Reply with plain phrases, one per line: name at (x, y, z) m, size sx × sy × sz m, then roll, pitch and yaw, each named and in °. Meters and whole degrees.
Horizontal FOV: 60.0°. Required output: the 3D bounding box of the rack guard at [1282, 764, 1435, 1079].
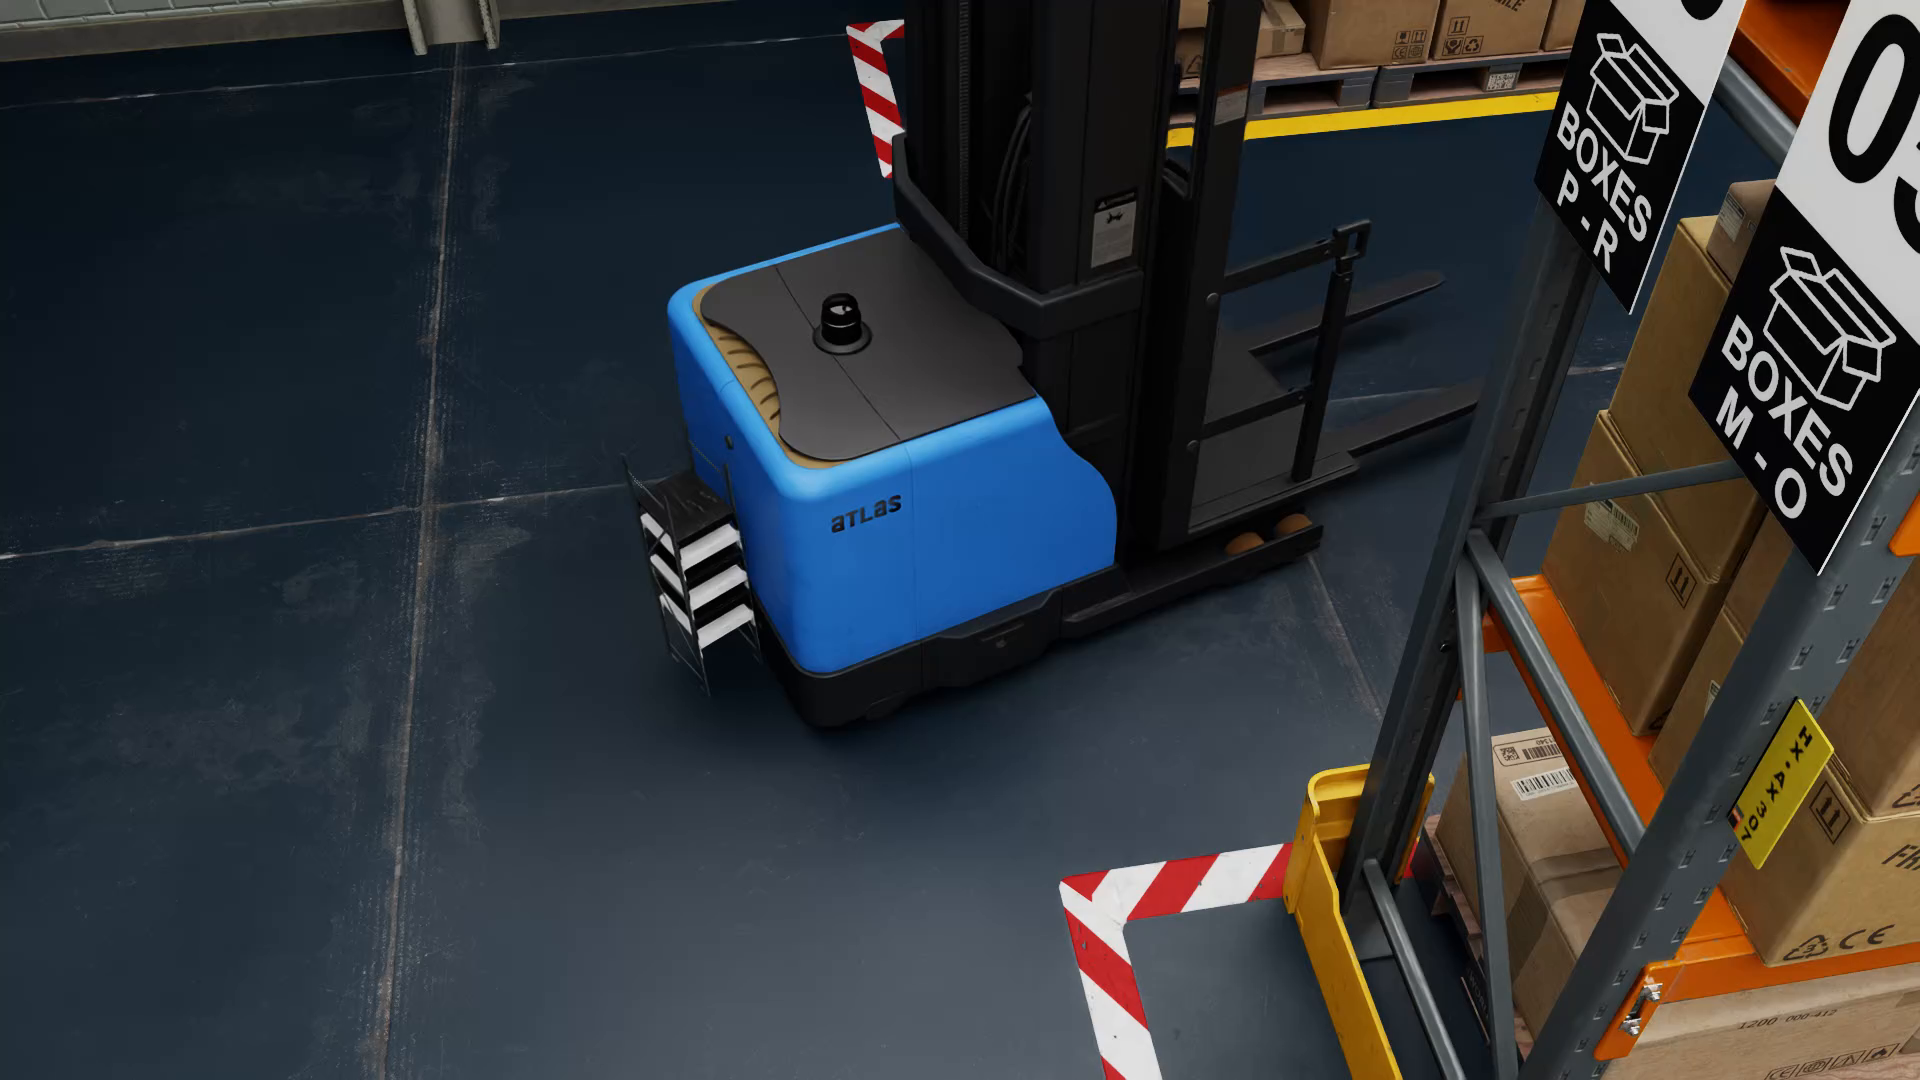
rack guard at (1.183, 1.195, 4.252) m, size 0.348 × 0.500 × 1.175 m, roll -7°, pitch 46°, yaw -7°

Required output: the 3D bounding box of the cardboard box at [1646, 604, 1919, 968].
cardboard box at (1.729, 0.435, 3.179) m, size 0.500 × 0.500 × 0.500 m, roll -7°, pitch 47°, yaw -7°

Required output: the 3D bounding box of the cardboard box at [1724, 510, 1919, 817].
cardboard box at (1.728, 0.086, 2.820) m, size 0.500 × 0.500 × 0.500 m, roll -8°, pitch 47°, yaw -8°

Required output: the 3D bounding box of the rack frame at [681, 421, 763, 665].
rack frame at (-0.721, 0.029, 5.088) m, size 0.006 × 0.900 × 0.240 m, roll -31°, pitch 54°, yaw -24°

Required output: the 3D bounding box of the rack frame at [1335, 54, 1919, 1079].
rack frame at (1.207, 0.324, 3.354) m, size 0.127 × 3.000 × 1.000 m, roll -7°, pitch 46°, yaw -7°

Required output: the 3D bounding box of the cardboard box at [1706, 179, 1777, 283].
cardboard box at (1.526, -0.468, 2.904) m, size 0.250 × 0.149 × 0.380 m, roll -7°, pitch 46°, yaw -6°

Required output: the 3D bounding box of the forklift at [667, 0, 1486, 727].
forklift at (0.656, -1.200, 4.871) m, size 3.031 × 2.935 × 1.130 m, roll -20°, pitch 49°, yaw -18°

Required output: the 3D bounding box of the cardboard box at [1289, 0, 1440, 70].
cardboard box at (1.824, -2.561, 7.579) m, size 0.500 × 0.500 × 0.700 m, roll -5°, pitch 46°, yaw -5°

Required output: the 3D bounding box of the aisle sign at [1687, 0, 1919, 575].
aisle sign at (1.185, -0.363, 2.211) m, size 0.004 × 0.787 × 0.394 m, roll -7°, pitch 46°, yaw -7°

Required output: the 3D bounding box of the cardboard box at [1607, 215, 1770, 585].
cardboard box at (1.641, -0.285, 3.178) m, size 0.500 × 0.500 × 0.500 m, roll -6°, pitch 46°, yaw -5°

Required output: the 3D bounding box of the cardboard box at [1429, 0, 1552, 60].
cardboard box at (2.362, -2.555, 7.573) m, size 0.500 × 0.500 × 0.500 m, roll -6°, pitch 46°, yaw -6°

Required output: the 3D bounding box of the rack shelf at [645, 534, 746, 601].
rack shelf at (-0.801, 0.039, 5.005) m, size 0.200 × 0.077 × 0.258 m, roll -31°, pitch 54°, yaw -24°

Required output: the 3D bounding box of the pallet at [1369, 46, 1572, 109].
pallet at (2.416, -2.485, 7.998) m, size 1.213 × 0.211 × 1.003 m, roll -7°, pitch 46°, yaw -7°

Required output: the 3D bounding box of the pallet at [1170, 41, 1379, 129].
pallet at (1.217, -2.337, 7.856) m, size 1.213 × 0.211 × 1.003 m, roll -7°, pitch 46°, yaw -7°

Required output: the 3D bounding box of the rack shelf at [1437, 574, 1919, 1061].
rack shelf at (3.177, 0.329, 3.850) m, size 4.000 × 0.370 × 1.077 m, roll -7°, pitch 46°, yaw -7°

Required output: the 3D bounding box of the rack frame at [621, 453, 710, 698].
rack frame at (-0.879, 0.125, 5.004) m, size 0.006 × 0.900 × 0.240 m, roll -31°, pitch 54°, yaw -24°

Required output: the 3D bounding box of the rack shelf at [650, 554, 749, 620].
rack shelf at (-0.799, 0.100, 5.071) m, size 0.200 × 0.077 × 0.258 m, roll -31°, pitch 54°, yaw -24°

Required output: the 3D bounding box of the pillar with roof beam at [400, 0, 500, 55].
pillar with roof beam at (-1.720, -2.532, 1.941) m, size 0.400 × 9.000 × 9.100 m, roll -7°, pitch 46°, yaw -7°

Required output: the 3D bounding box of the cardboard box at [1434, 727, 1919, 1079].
cardboard box at (1.840, 0.916, 4.272) m, size 0.875 × 0.438 × 0.875 m, roll -9°, pitch 47°, yaw -8°

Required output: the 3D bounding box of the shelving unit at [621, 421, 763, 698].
shelving unit at (-0.800, 0.077, 5.046) m, size 0.210 × 0.900 × 0.258 m, roll -31°, pitch 54°, yaw -24°

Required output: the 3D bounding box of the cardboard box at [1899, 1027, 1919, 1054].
cardboard box at (2.740, 0.797, 4.386) m, size 0.875 × 0.438 × 0.875 m, roll -6°, pitch 46°, yaw -6°

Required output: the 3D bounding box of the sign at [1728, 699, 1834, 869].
sign at (1.295, 0.391, 2.634) m, size 0.005 × 0.325 × 0.100 m, roll -7°, pitch 46°, yaw -7°

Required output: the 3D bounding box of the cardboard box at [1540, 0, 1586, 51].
cardboard box at (2.847, -2.688, 7.701) m, size 0.500 × 0.500 × 0.700 m, roll -9°, pitch 47°, yaw -8°

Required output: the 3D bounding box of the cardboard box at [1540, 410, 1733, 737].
cardboard box at (1.637, 0.043, 3.556) m, size 0.500 × 0.500 × 0.500 m, roll -7°, pitch 46°, yaw -7°

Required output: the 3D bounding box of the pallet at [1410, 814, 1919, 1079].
pallet at (1.981, 1.138, 4.507) m, size 1.213 × 0.211 × 1.003 m, roll -7°, pitch 46°, yaw -7°

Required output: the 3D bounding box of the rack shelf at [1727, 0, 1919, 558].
rack shelf at (3.177, -0.712, 2.770) m, size 4.000 × 0.370 × 1.077 m, roll -7°, pitch 46°, yaw -7°

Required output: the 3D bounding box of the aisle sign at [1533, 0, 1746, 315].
aisle sign at (1.083, -0.789, 2.622) m, size 0.004 × 0.787 × 0.394 m, roll -7°, pitch 46°, yaw -7°

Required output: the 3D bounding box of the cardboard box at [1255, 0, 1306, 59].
cardboard box at (1.401, -2.386, 7.654) m, size 0.250 × 0.149 × 0.380 m, roll -9°, pitch 47°, yaw -8°

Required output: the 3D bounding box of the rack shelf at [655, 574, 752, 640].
rack shelf at (-0.797, 0.161, 5.137) m, size 0.200 × 0.077 × 0.258 m, roll -31°, pitch 54°, yaw -24°

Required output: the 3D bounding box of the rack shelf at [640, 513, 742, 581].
rack shelf at (-0.804, -0.022, 4.939) m, size 0.200 × 0.077 × 0.258 m, roll -31°, pitch 54°, yaw -24°

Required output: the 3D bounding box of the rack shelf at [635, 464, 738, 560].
rack shelf at (-0.806, -0.084, 4.873) m, size 0.200 × 0.077 × 0.258 m, roll -31°, pitch 54°, yaw -24°

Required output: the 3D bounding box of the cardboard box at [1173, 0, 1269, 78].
cardboard box at (0.975, -2.485, 7.503) m, size 0.637 × 0.503 × 0.797 m, roll -9°, pitch 47°, yaw -8°

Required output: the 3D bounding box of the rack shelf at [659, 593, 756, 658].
rack shelf at (-0.795, 0.222, 5.203) m, size 0.200 × 0.077 × 0.258 m, roll -31°, pitch 54°, yaw -24°
